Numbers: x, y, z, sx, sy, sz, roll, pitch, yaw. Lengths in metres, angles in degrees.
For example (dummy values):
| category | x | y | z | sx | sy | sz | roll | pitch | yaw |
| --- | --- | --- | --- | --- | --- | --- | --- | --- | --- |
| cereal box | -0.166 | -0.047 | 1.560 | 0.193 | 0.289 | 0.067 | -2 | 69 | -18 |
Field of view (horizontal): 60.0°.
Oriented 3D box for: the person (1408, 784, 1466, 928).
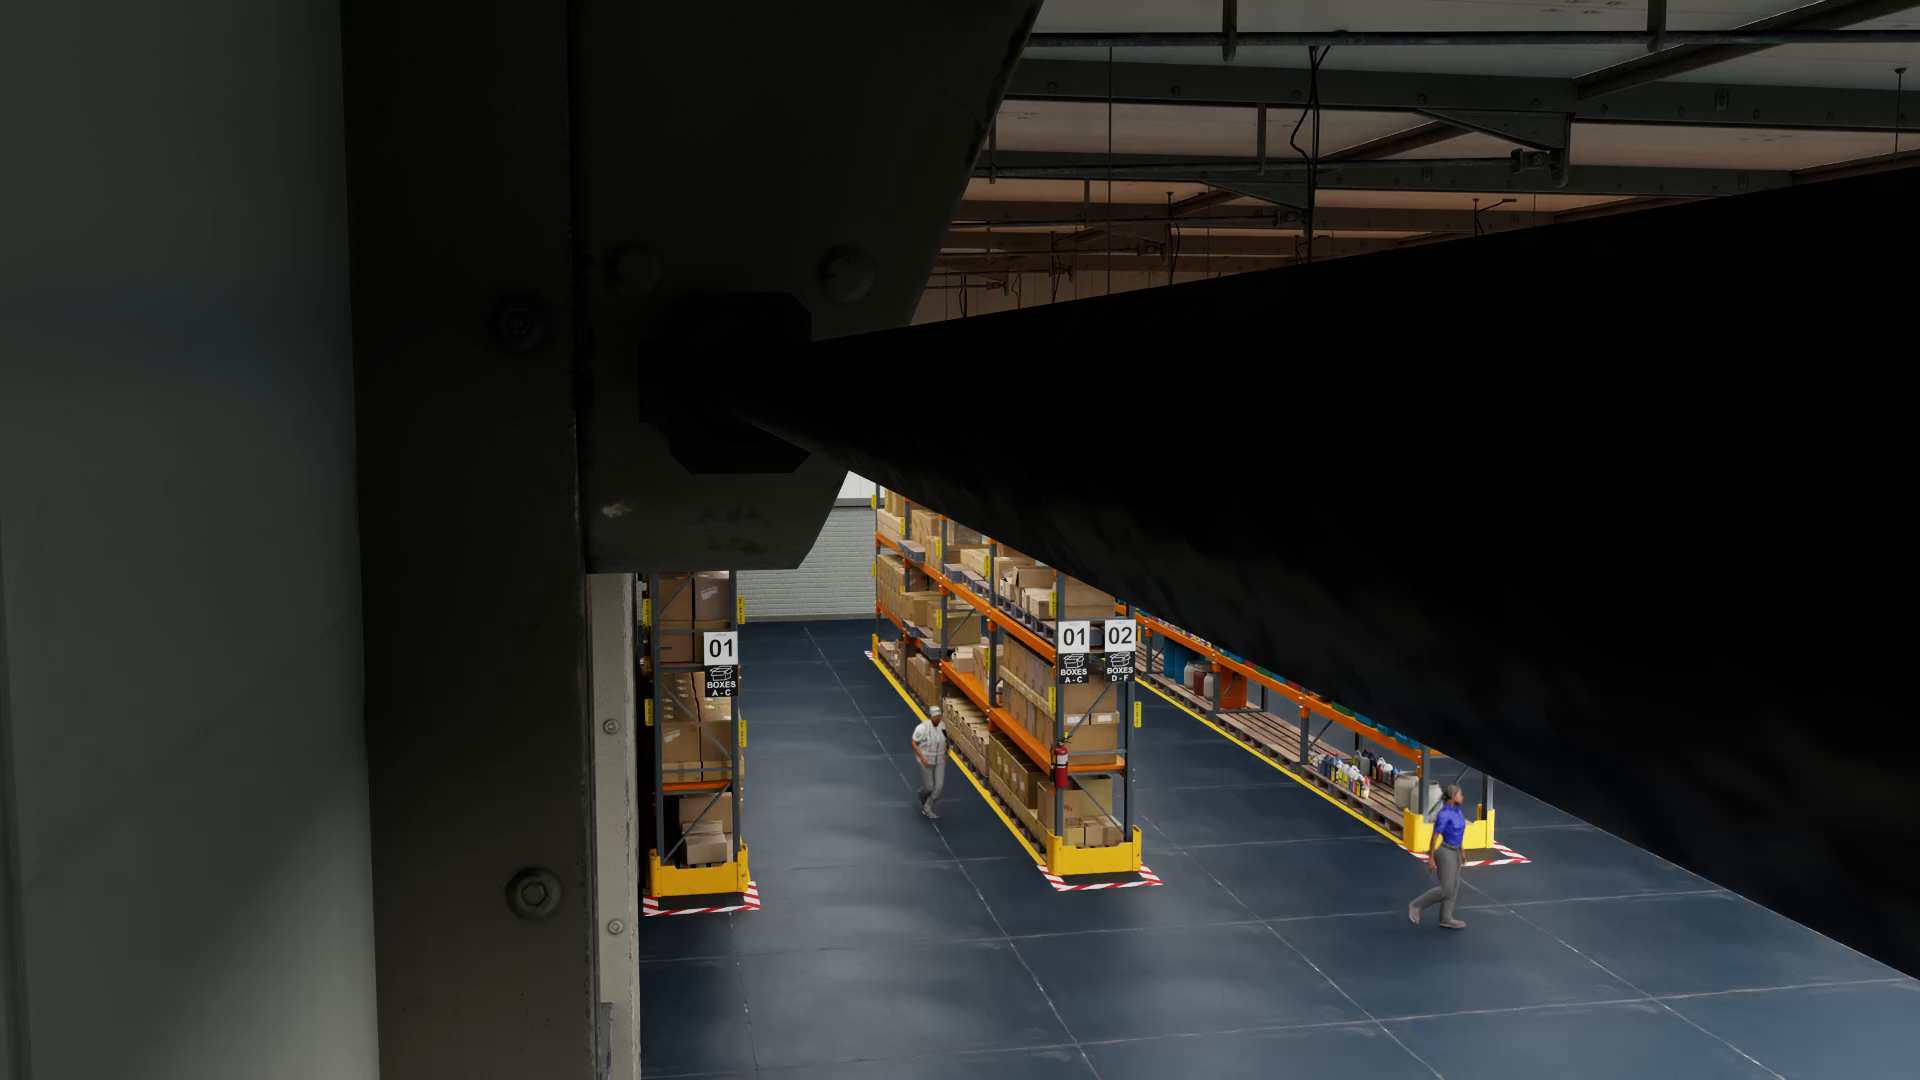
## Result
| category | x | y | z | sx | sy | sz | roll | pitch | yaw |
| --- | --- | --- | --- | --- | --- | --- | --- | --- | --- |
| person | 5.431 | 3.577 | 18.844 | 0.582 | 1.643 | 0.654 | 4 | 7 | 33 |

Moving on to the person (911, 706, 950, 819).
| category | x | y | z | sx | sy | sz | roll | pitch | yaw |
| --- | --- | --- | --- | --- | --- | --- | --- | --- | --- |
| person | -0.416 | 3.128 | 23.548 | 0.599 | 1.615 | 0.562 | -3 | 6 | -25 |
